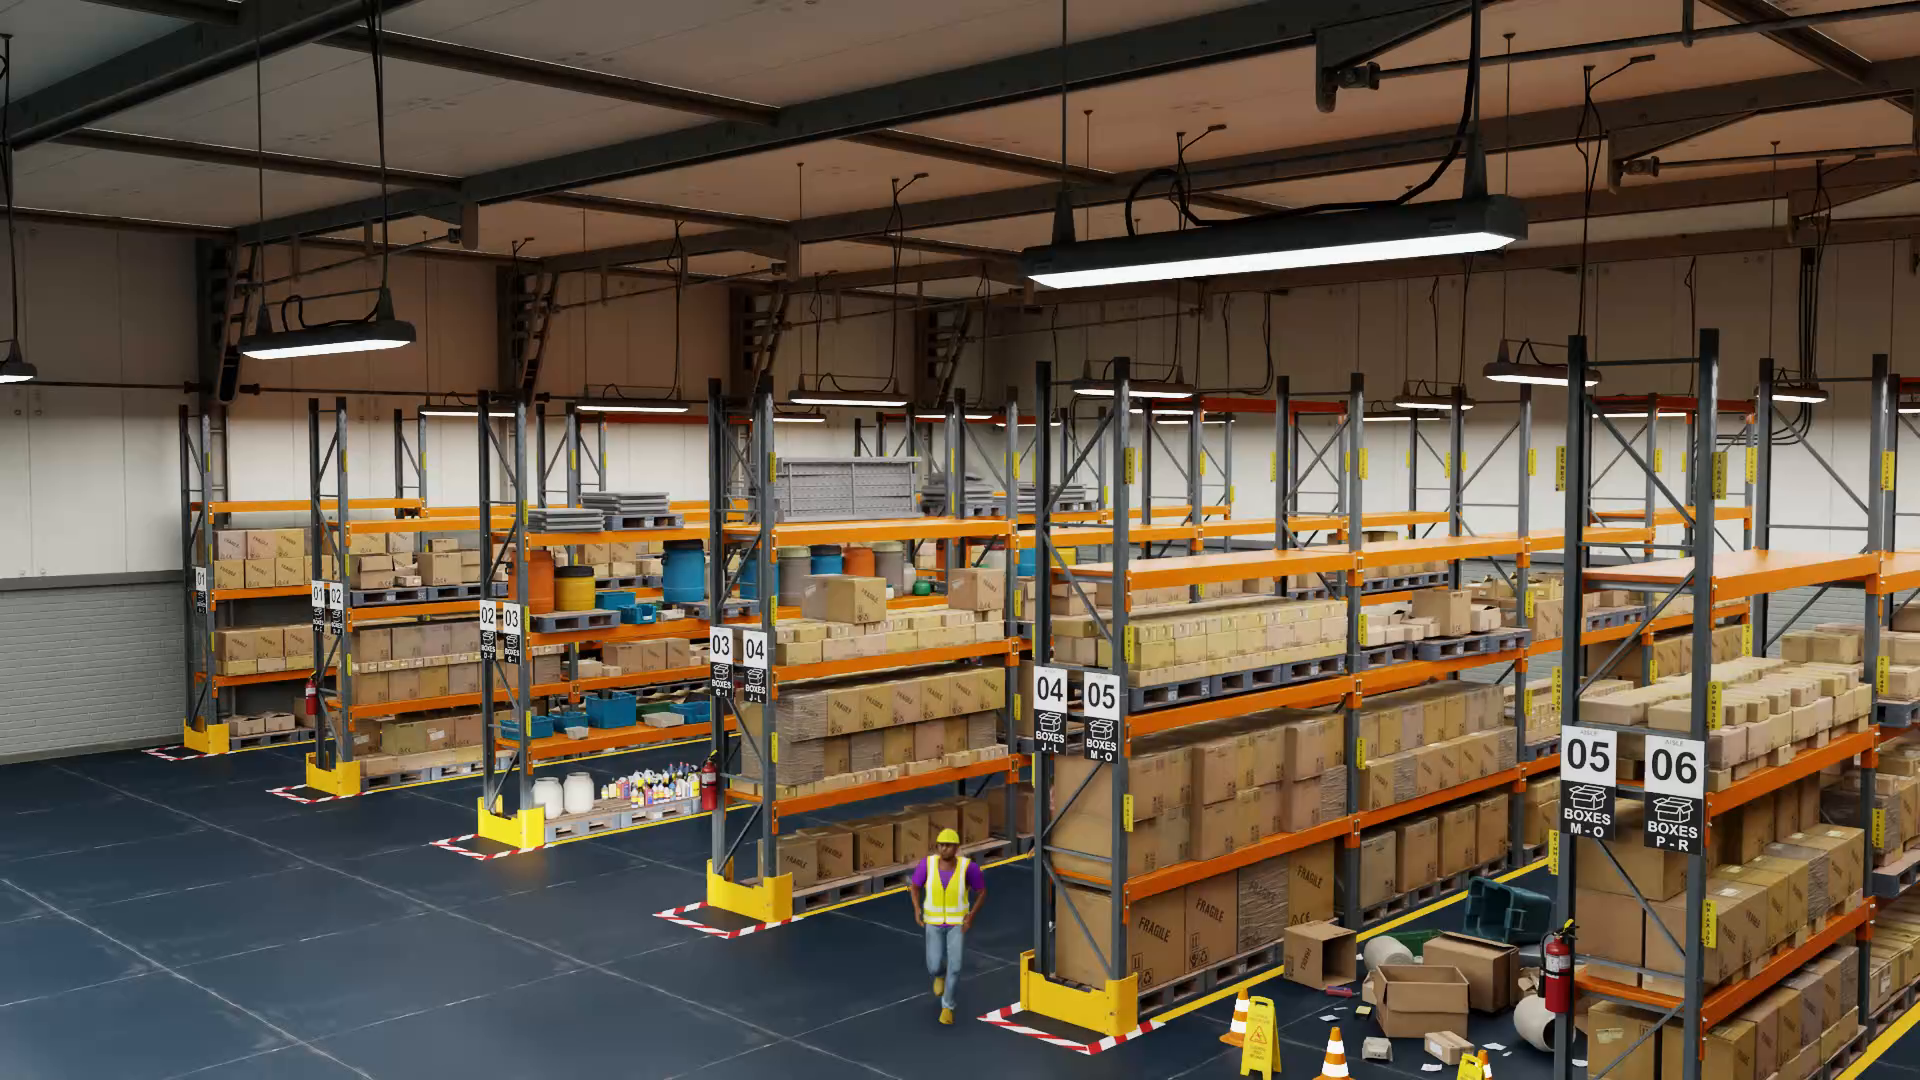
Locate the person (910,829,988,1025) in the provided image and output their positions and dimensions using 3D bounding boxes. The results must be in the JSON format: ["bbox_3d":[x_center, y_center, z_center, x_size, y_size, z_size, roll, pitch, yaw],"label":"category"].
[{"bbox_3d":[-0.104,3.481,15.273,0.716,1.707,0.588,0,3,1],"label":"person"}]

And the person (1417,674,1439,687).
[{"bbox_3d":[7.504,2.873,26.490,0.714,1.754,1.028,2,4,39],"label":"person"}]

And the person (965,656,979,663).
[{"bbox_3d":[0.212,2.272,32.655,0.656,1.815,0.937,2,4,38],"label":"person"}]

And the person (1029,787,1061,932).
[{"bbox_3d":[1.018,3.444,18.032,0.538,1.556,0.549,2,3,27],"label":"person"}]
